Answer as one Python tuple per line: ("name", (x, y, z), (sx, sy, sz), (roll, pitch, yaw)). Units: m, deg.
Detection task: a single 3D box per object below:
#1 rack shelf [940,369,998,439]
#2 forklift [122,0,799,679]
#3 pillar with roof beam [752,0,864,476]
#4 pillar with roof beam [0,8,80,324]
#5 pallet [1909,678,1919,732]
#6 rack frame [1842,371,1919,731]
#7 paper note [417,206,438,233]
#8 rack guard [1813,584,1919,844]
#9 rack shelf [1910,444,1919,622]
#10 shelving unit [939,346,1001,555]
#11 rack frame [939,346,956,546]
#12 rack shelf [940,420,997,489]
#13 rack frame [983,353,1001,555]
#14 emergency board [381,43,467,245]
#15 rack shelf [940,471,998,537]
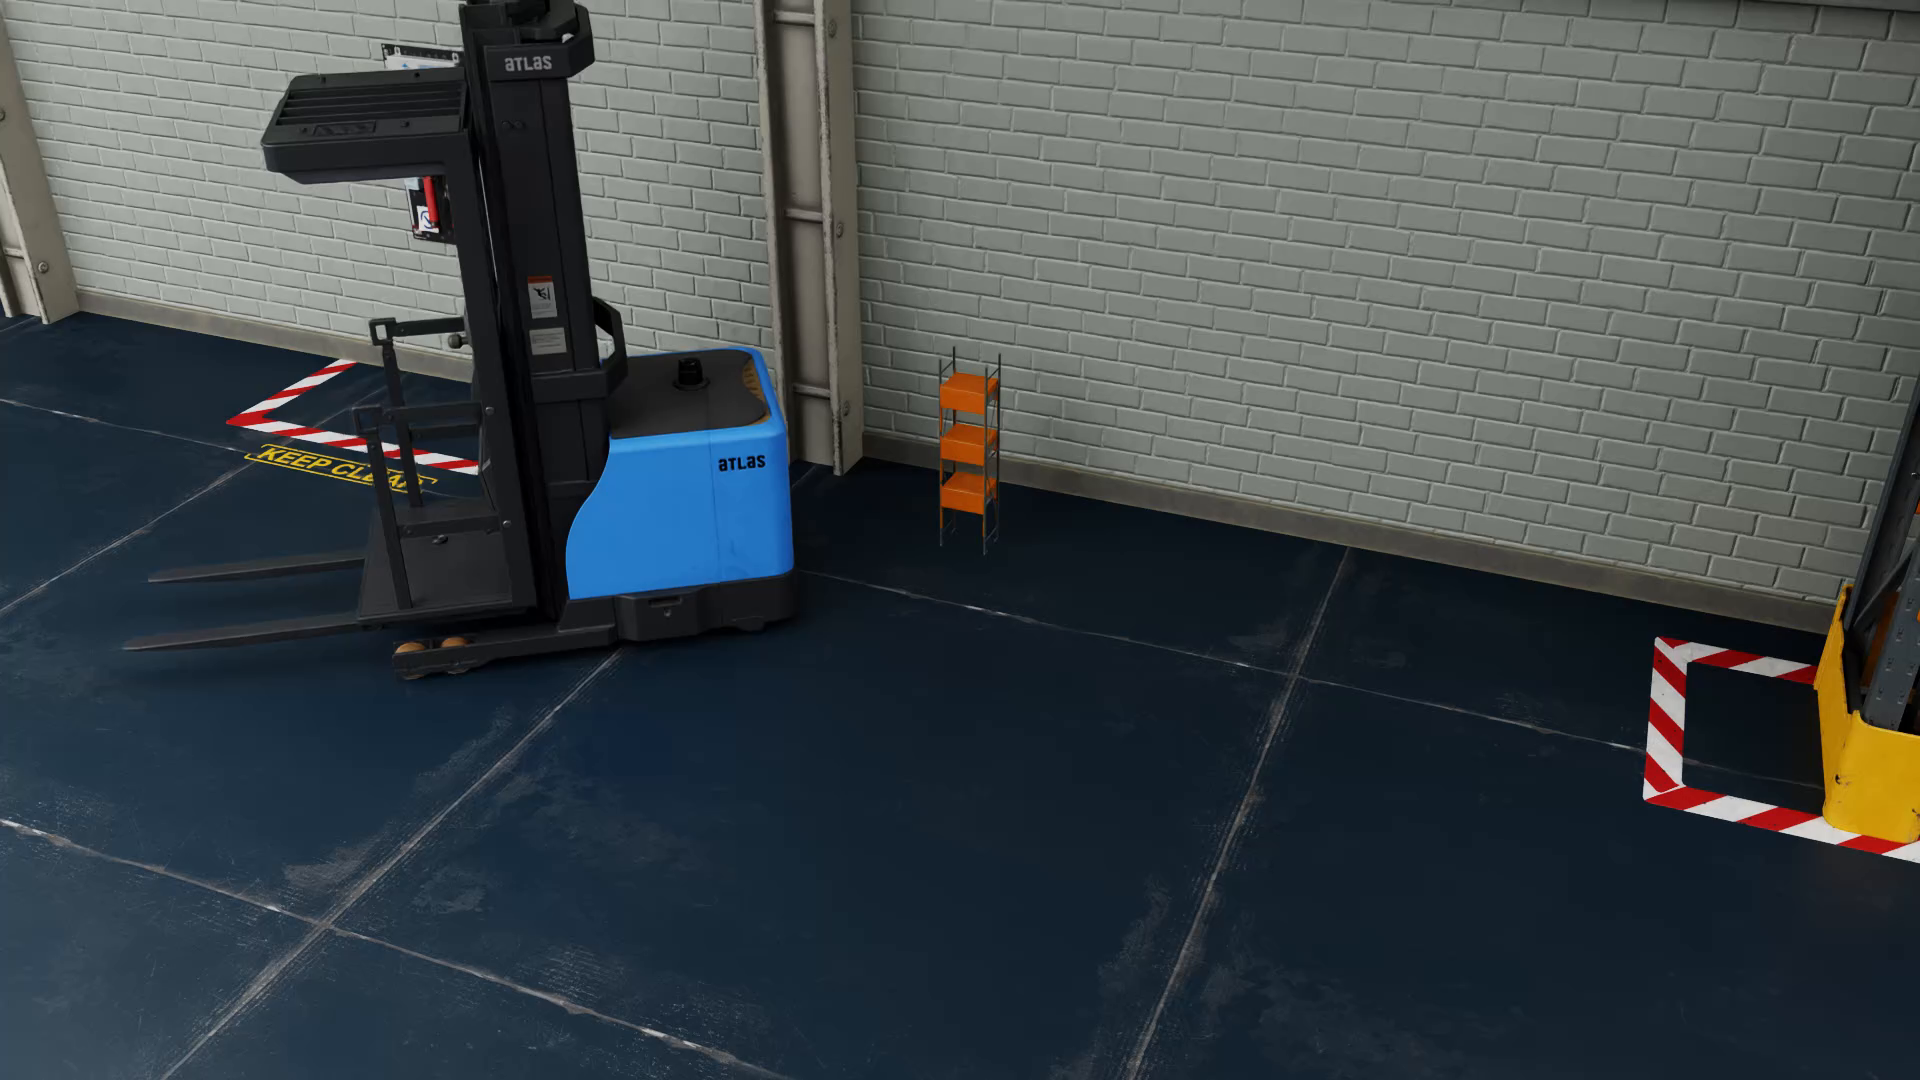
("rack shelf", (0.050, -0.685, 8.340), (0.240, 0.259, 0.215), (11, 31, 19))
("forklift", (-2.348, -0.924, 7.407), (3.031, 2.935, 1.130), (-7, 30, -11))
("pillar with roof beam", (-2.410, -2.423, 3.892), (0.400, 9.000, 9.100), (11, 31, 19))
("pillar with roof beam", (-7.969, -3.533, 5.856), (0.400, 9.000, 9.100), (11, 31, 19))
("pallet", (4.605, 0.995, 6.776), (1.213, 0.211, 1.003), (11, 31, 19))
("rack frame", (3.795, -0.400, 6.409), (0.127, 3.000, 1.000), (11, 31, 19))
("paper note", (-3.205, -1.930, 10.011), (0.142, 0.148, 0.016), (11, 31, 19))
("rack guard", (3.865, 0.703, 6.999), (0.348, 0.500, 1.175), (11, 31, 19))
("rack shelf", (5.648, 0.283, 5.931), (4.000, 0.370, 1.077), (11, 31, 19))
("shelving unit", (0.050, -0.447, 8.474), (0.252, 1.050, 0.215), (11, 31, 19))
("rack frame", (-0.063, -0.470, 8.514), (0.008, 1.050, 0.200), (11, 31, 19))
("rack shelf", (0.050, -0.438, 8.479), (0.240, 0.259, 0.215), (11, 31, 19))
("rack frame", (0.163, -0.425, 8.434), (0.008, 1.050, 0.200), (11, 31, 19))
("emergency board", (-3.067, -2.249, 9.681), (0.643, 1.169, 0.194), (11, 31, 19))
("rack shelf", (0.050, -0.196, 8.616), (0.240, 0.259, 0.215), (11, 31, 19))
